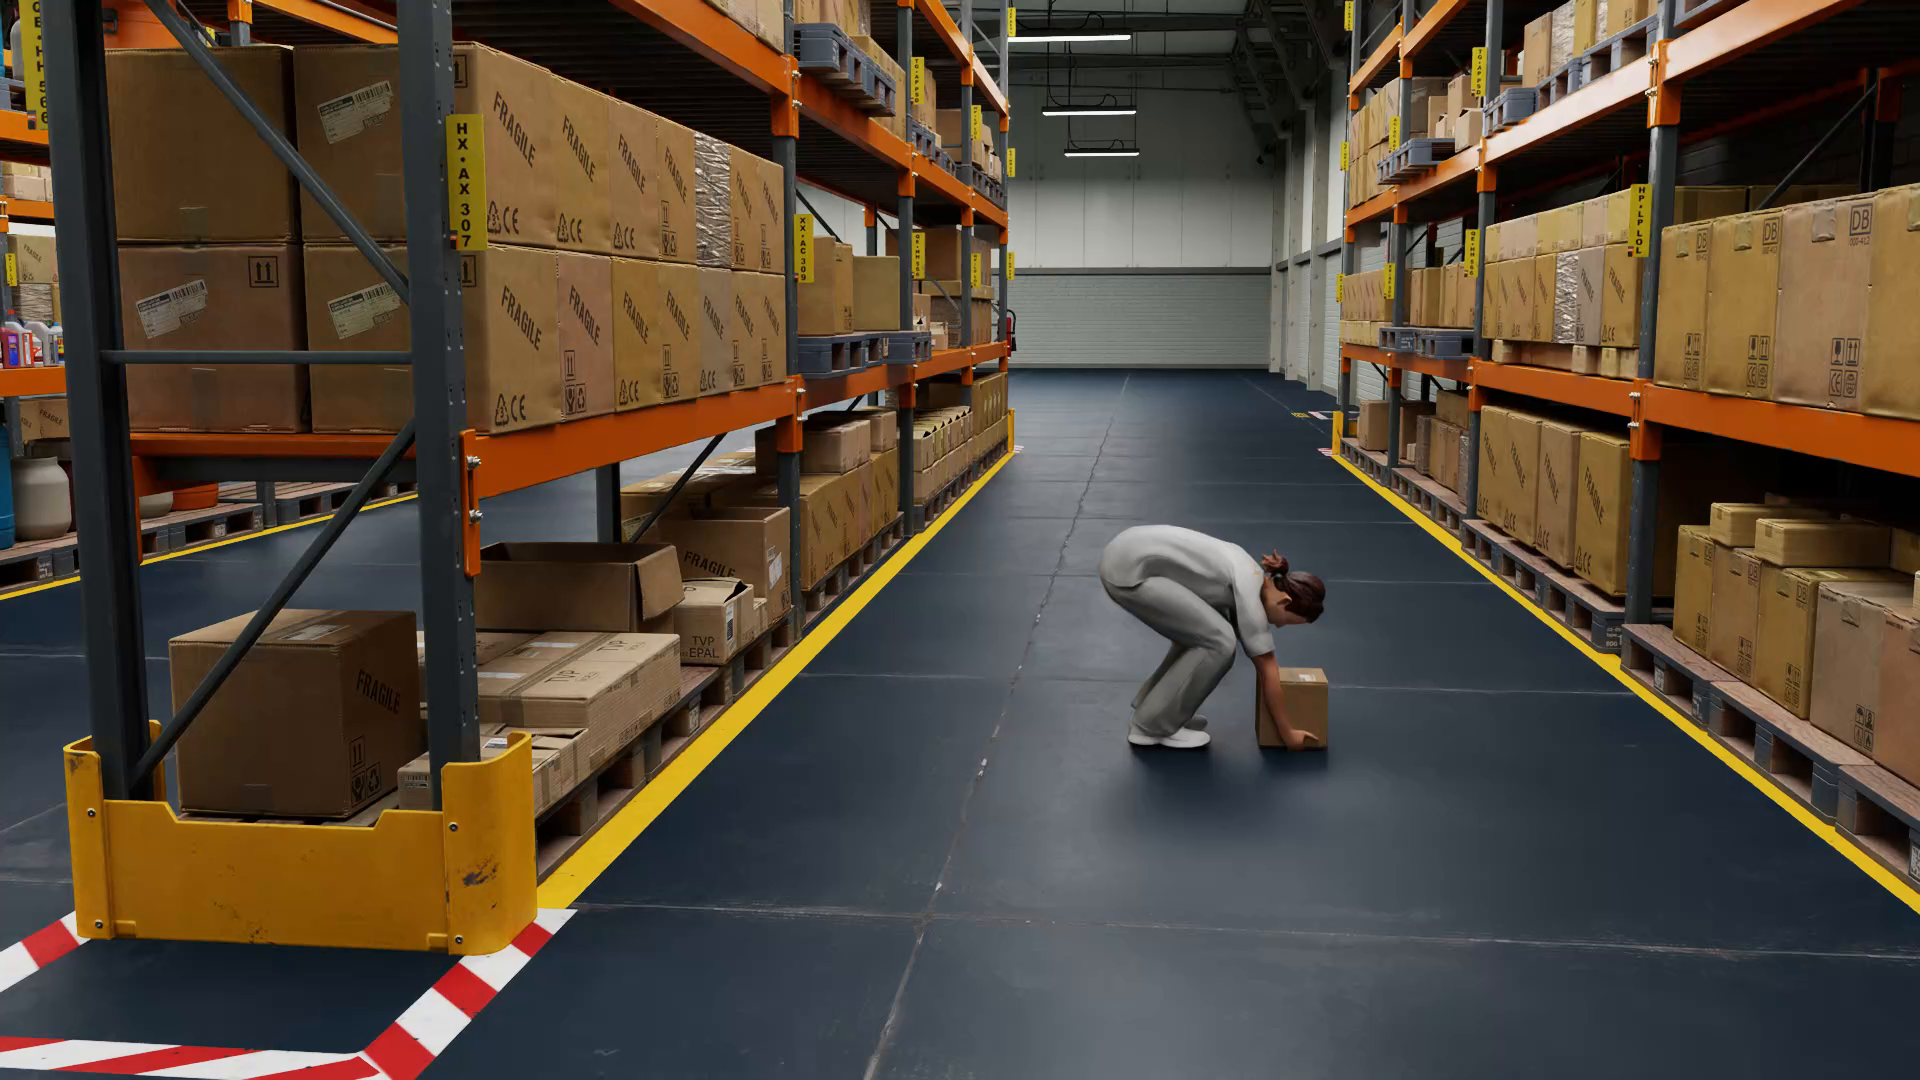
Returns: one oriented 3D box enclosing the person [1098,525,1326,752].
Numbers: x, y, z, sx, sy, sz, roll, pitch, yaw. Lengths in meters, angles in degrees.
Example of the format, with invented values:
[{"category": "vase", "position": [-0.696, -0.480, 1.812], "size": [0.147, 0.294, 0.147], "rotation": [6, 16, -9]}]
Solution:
[{"category": "person", "position": [0.952, 0.362, 6.330], "size": [0.857, 0.837, 0.476], "rotation": [1, 8, 4]}]
